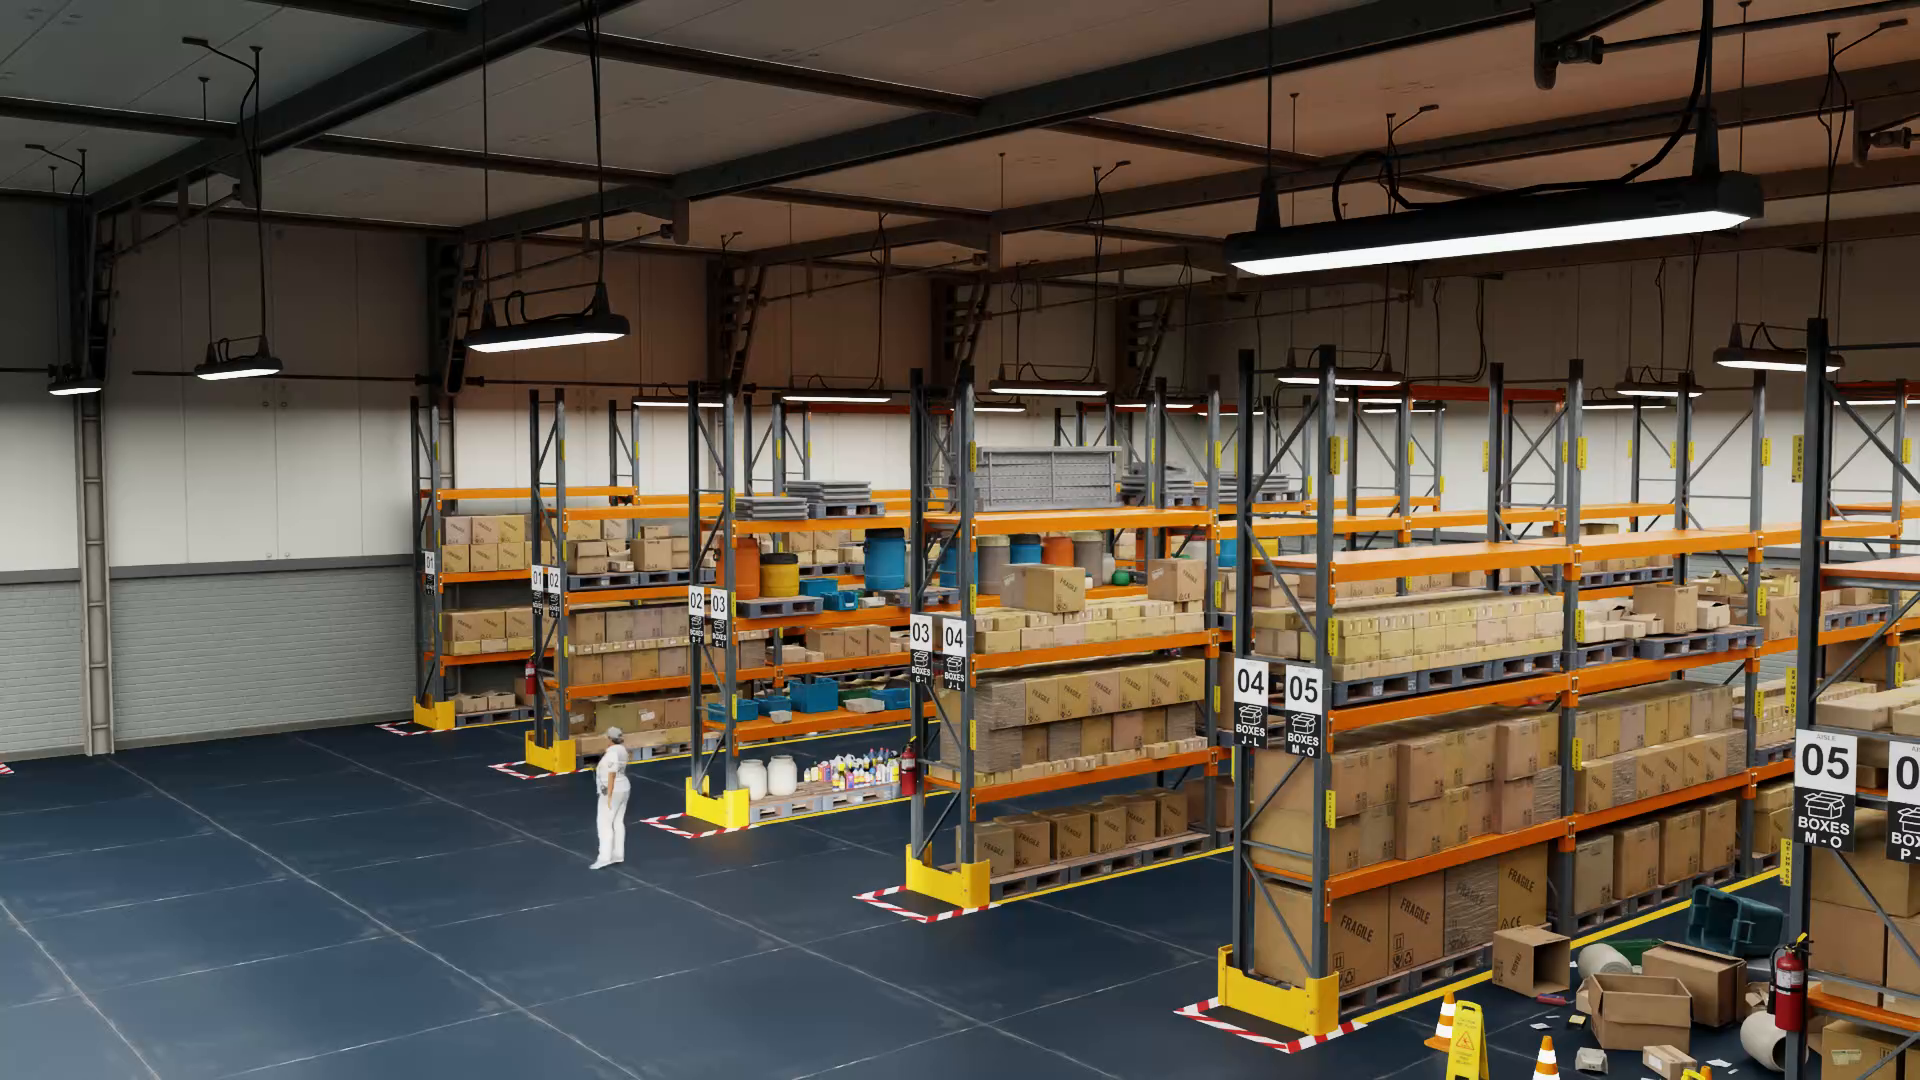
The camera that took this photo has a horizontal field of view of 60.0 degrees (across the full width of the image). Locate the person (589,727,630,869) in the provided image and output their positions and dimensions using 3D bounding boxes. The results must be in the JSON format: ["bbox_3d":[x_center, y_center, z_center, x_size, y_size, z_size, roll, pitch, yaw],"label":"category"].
[{"bbox_3d":[-4.276,3.147,20.355,0.422,1.695,0.569,0,3,8],"label":"person"}]

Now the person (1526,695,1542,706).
[{"bbox_3d":[8.083,2.927,23.536,0.384,1.747,0.573,1,4,16],"label":"person"}]
